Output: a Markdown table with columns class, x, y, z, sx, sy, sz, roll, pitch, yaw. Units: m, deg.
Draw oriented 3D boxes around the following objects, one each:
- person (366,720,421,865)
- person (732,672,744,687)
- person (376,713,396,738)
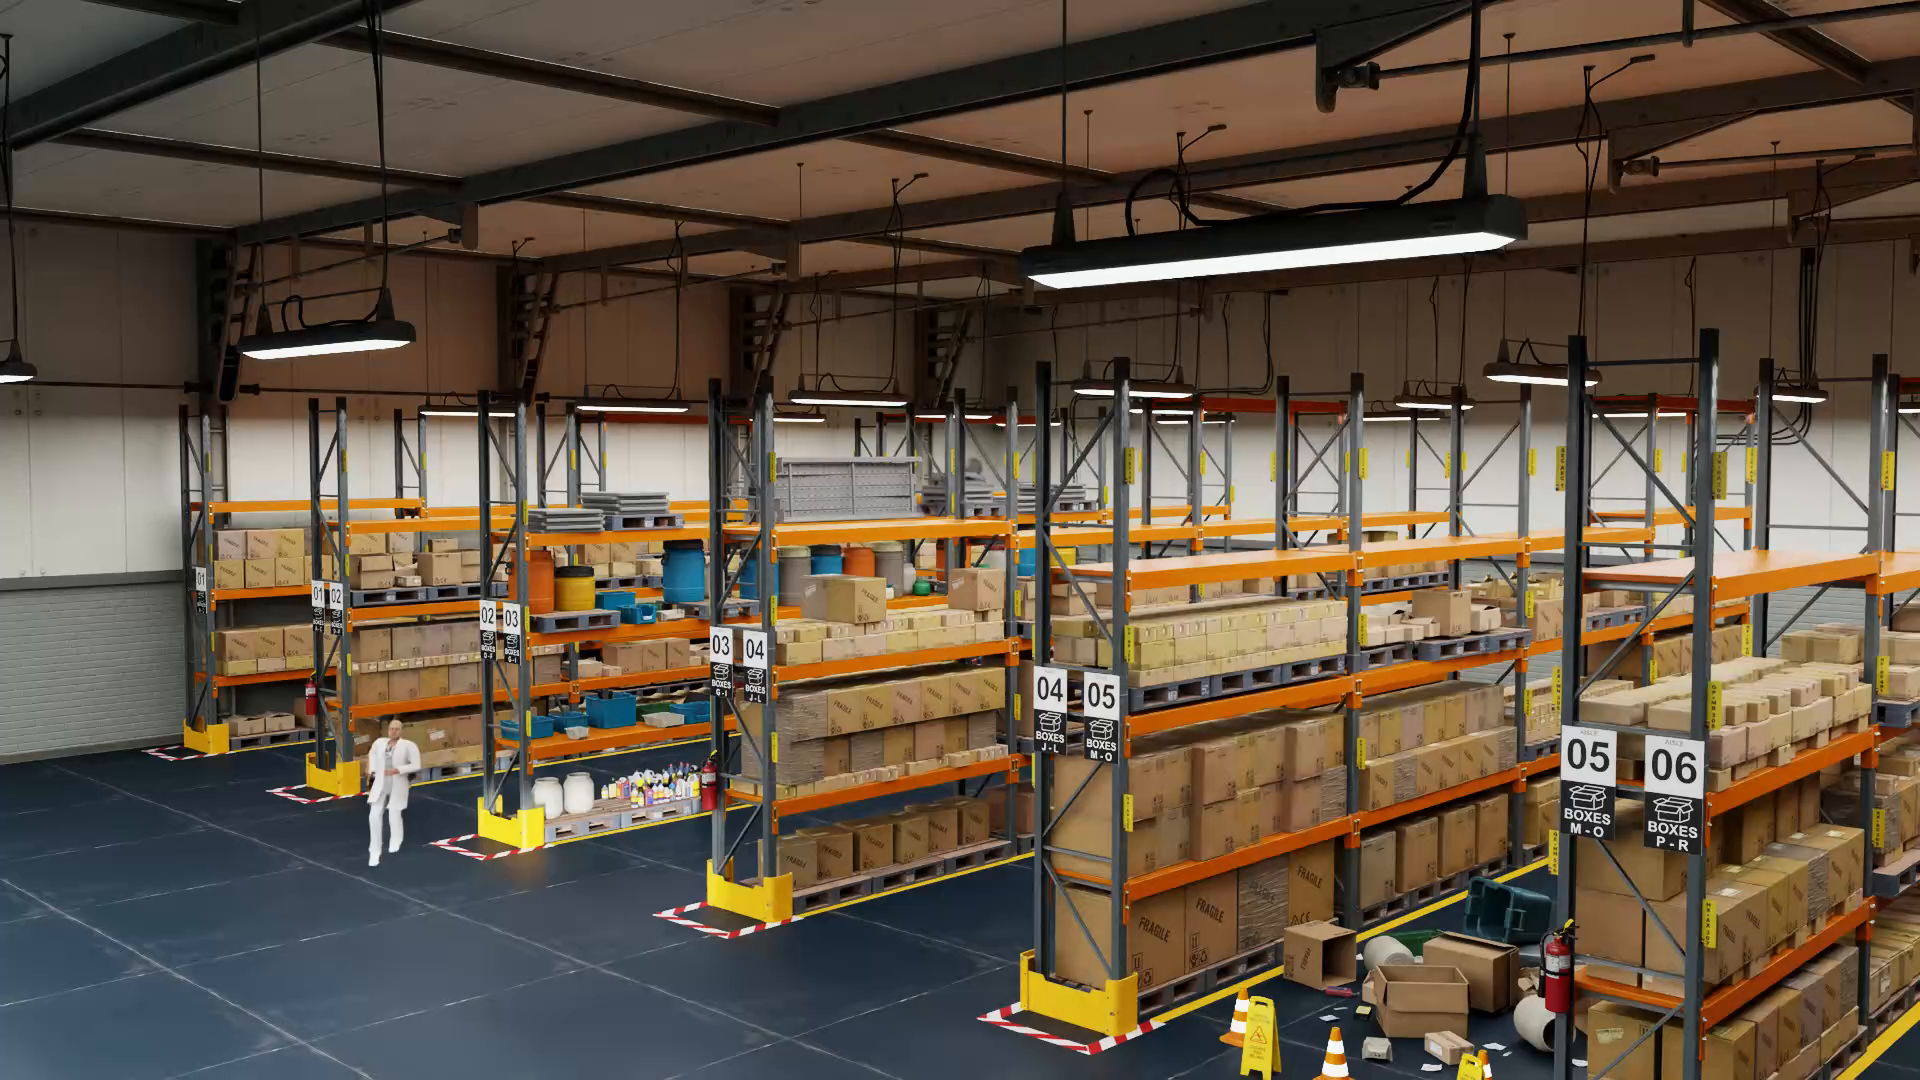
| class | x | y | z | sx | sy | sz | roll | pitch | yaw |
| --- | --- | --- | --- | --- | --- | --- | --- | --- | --- |
| person | -7.199 | 3.199 | 21.178 | 0.711 | 1.850 | 0.839 | 0 | 3 | -3 |
| person | -4.438 | 2.517 | 34.014 | 0.690 | 1.723 | 0.748 | 2 | 4 | 35 |
| person | -9.632 | 2.921 | 28.129 | 0.543 | 1.570 | 0.571 | 2 | 4 | 33 |
